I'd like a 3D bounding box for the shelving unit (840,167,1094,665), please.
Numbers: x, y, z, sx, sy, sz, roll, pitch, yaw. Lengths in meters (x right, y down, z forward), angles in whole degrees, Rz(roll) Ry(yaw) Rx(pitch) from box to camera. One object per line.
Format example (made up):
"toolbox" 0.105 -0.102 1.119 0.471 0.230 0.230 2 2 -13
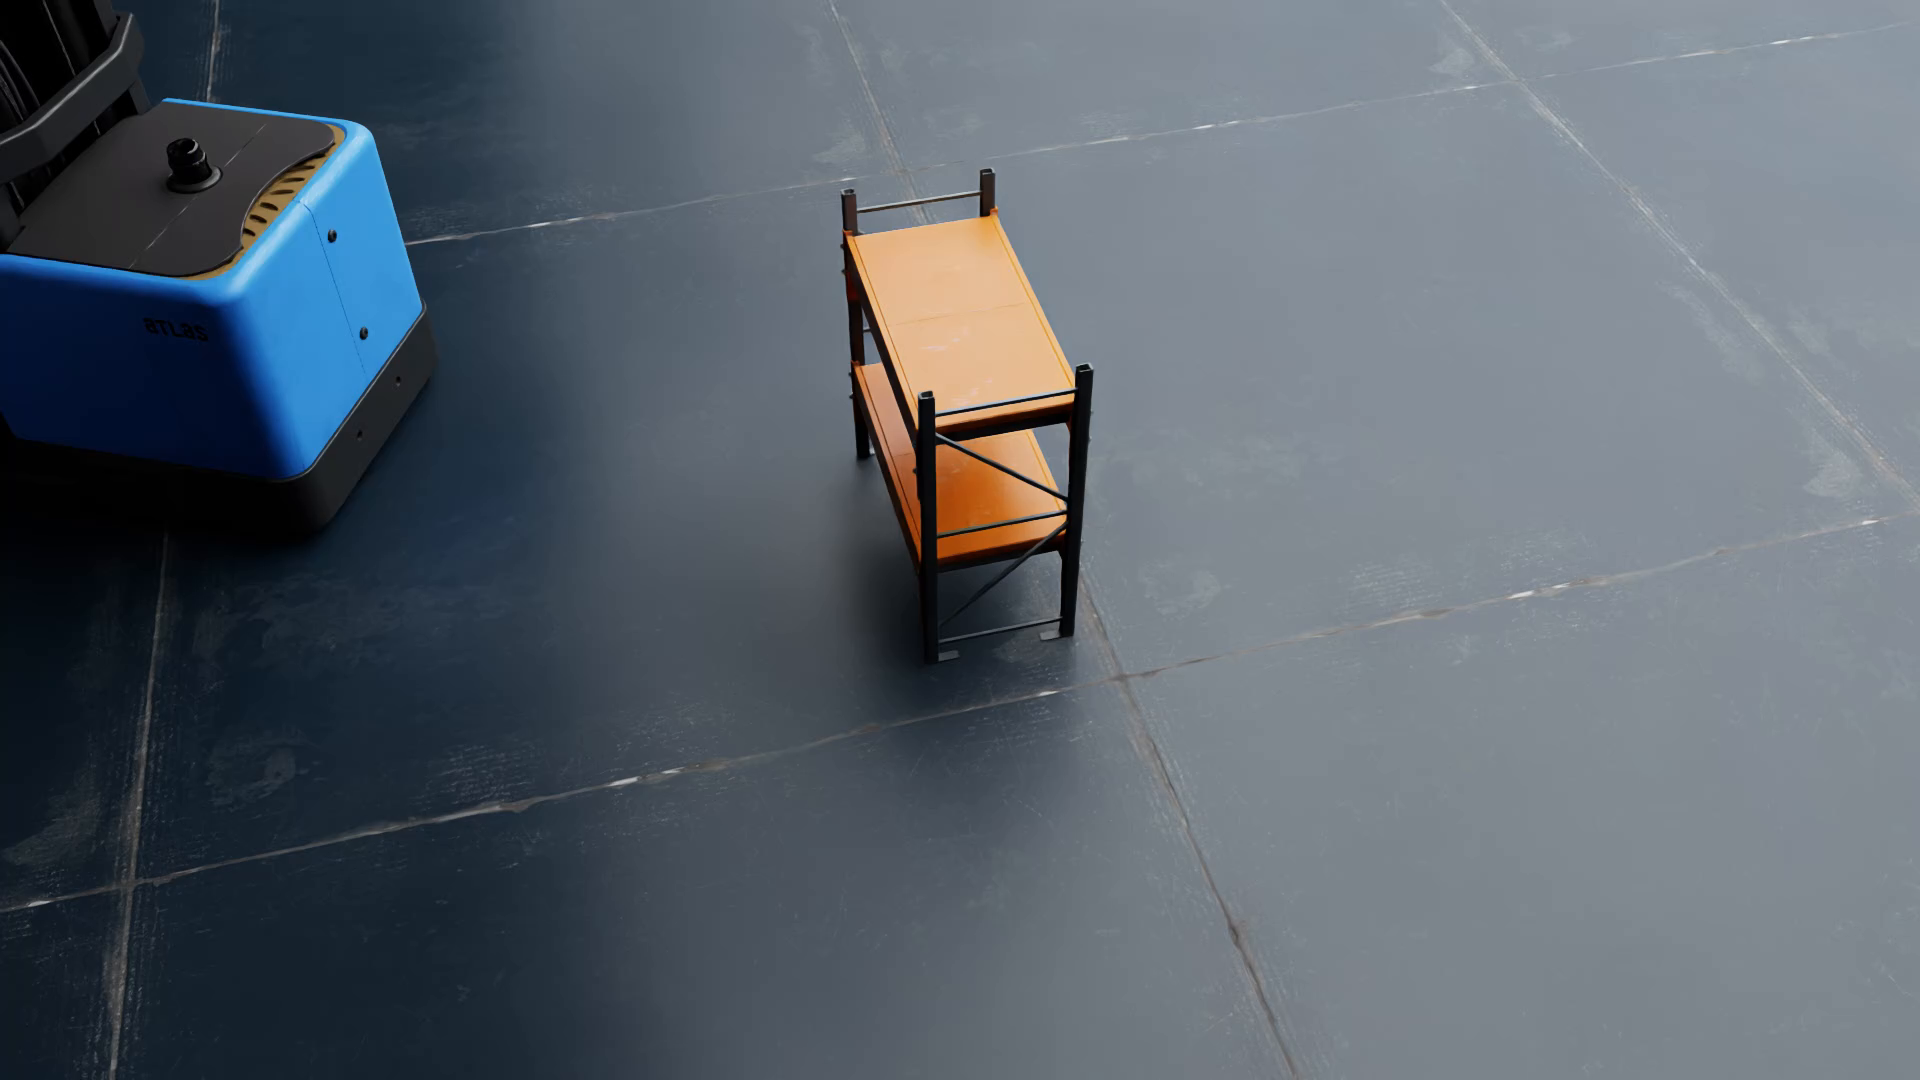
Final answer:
"shelving unit" -0.002 -0.398 5.353 0.538 1.125 1.048 -11 47 -10

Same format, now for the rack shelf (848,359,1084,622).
"rack shelf" -0.002 -0.227 5.527 0.538 0.278 1.000 -11 47 -10

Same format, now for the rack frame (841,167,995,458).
"rack frame" -0.132 -0.749 5.697 0.500 1.125 0.032 -11 47 -10

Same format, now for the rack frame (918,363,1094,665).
"rack frame" 0.128 -0.047 5.009 0.500 1.125 0.032 -11 47 -10

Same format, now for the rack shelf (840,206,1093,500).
"rack shelf" -0.002 -0.603 5.144 0.538 0.278 1.000 -11 47 -10

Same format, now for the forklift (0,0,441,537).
"forklift" -3.546 -1.581 5.247 3.031 2.935 1.130 9 46 9
